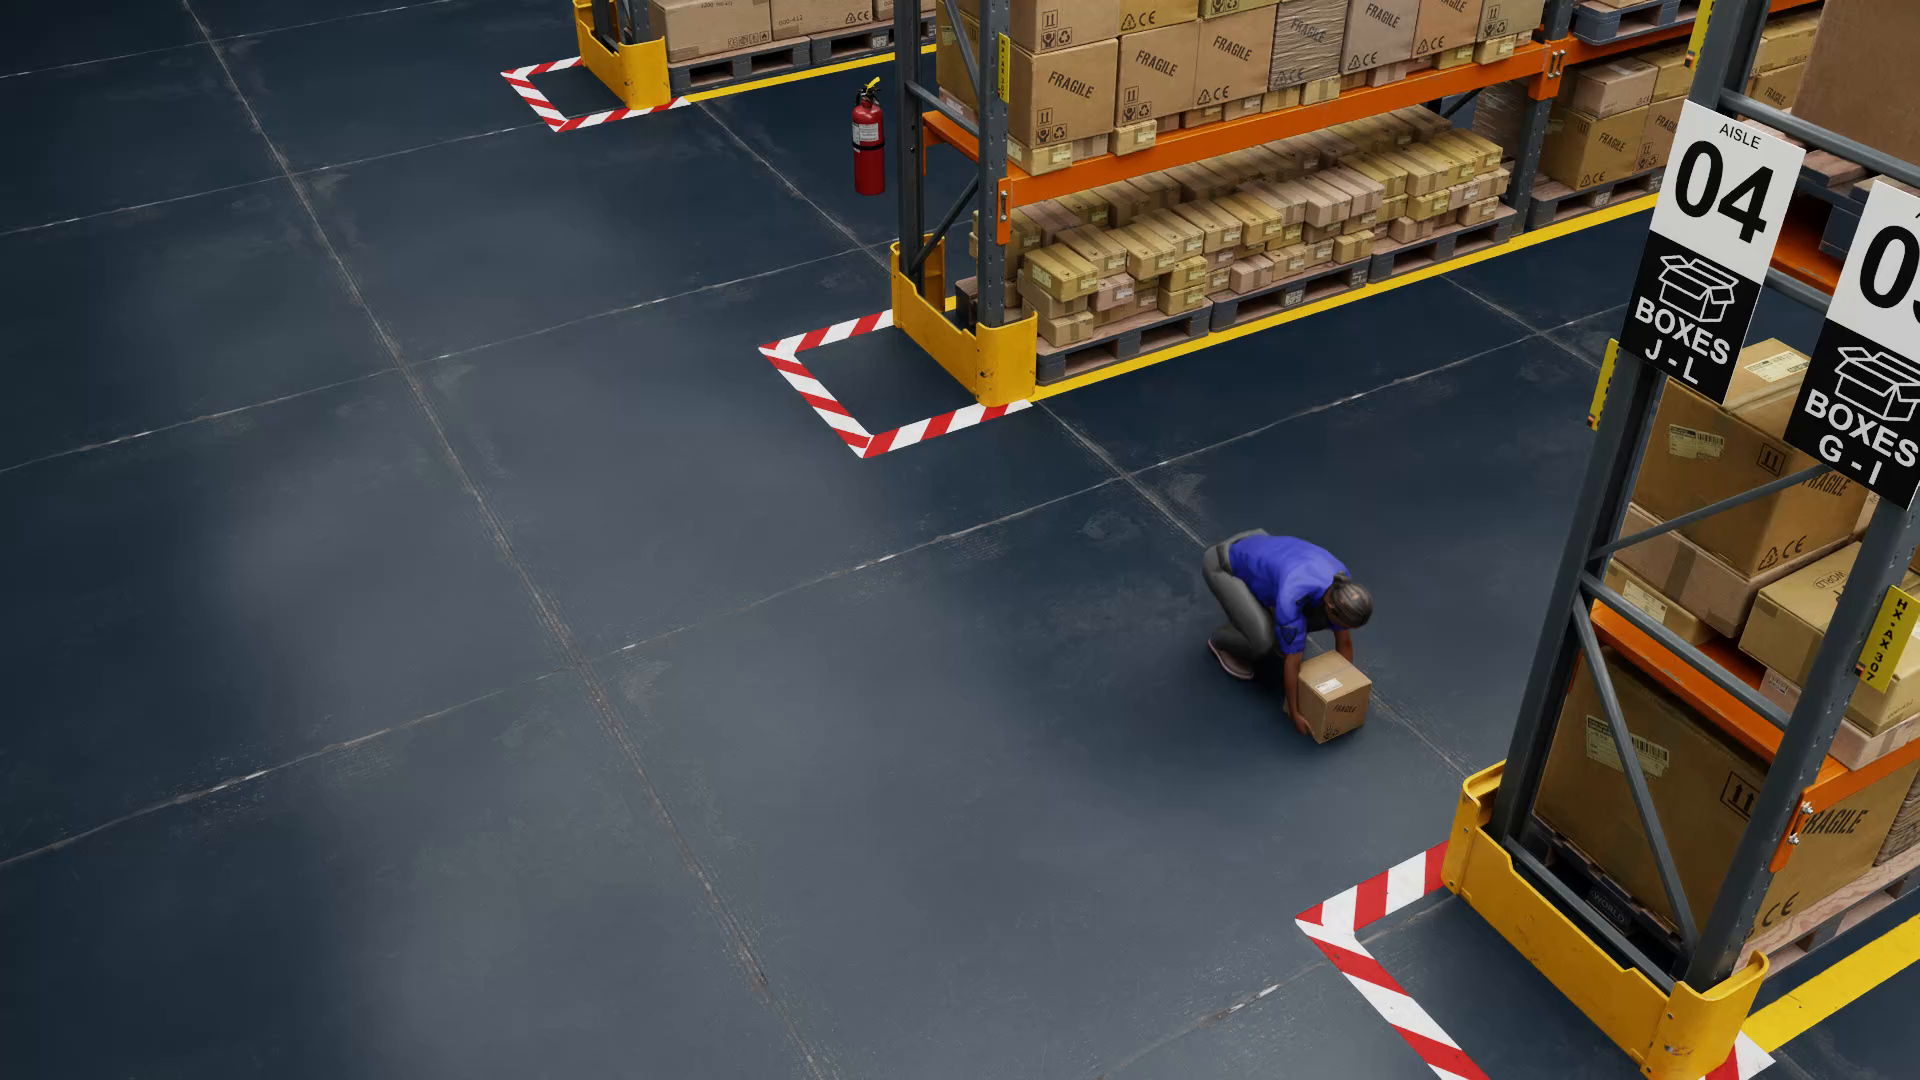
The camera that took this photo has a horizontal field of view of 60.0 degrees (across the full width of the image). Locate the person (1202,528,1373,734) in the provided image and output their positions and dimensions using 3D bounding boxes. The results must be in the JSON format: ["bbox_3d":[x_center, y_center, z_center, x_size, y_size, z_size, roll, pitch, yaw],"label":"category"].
[{"bbox_3d":[1.429,0.318,7.294,0.459,0.745,0.858,-20,41,-25],"label":"person"}]
